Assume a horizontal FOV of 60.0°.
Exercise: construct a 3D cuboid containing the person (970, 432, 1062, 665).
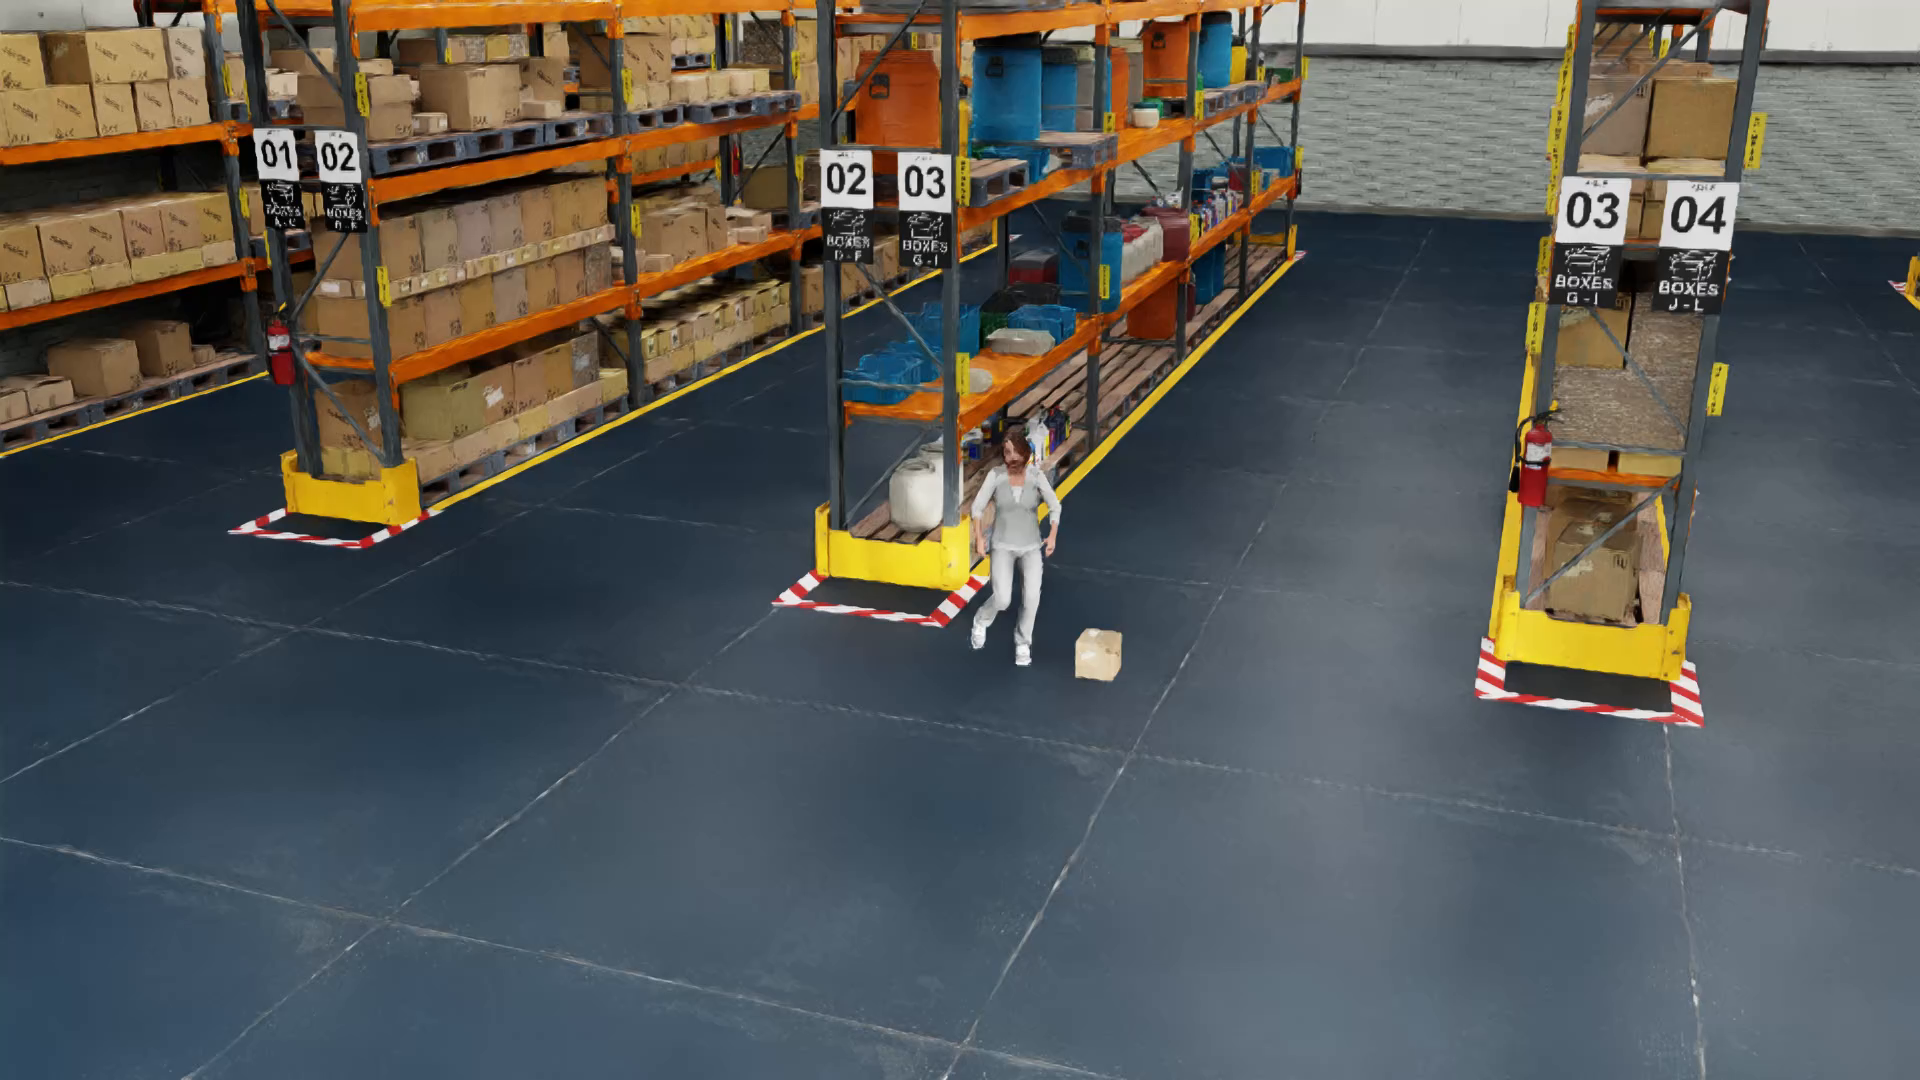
[{"bbox_3d":[0.383,0.064,10.947,0.594,1.566,0.454,-3,19,-9],"label":"person"}]
